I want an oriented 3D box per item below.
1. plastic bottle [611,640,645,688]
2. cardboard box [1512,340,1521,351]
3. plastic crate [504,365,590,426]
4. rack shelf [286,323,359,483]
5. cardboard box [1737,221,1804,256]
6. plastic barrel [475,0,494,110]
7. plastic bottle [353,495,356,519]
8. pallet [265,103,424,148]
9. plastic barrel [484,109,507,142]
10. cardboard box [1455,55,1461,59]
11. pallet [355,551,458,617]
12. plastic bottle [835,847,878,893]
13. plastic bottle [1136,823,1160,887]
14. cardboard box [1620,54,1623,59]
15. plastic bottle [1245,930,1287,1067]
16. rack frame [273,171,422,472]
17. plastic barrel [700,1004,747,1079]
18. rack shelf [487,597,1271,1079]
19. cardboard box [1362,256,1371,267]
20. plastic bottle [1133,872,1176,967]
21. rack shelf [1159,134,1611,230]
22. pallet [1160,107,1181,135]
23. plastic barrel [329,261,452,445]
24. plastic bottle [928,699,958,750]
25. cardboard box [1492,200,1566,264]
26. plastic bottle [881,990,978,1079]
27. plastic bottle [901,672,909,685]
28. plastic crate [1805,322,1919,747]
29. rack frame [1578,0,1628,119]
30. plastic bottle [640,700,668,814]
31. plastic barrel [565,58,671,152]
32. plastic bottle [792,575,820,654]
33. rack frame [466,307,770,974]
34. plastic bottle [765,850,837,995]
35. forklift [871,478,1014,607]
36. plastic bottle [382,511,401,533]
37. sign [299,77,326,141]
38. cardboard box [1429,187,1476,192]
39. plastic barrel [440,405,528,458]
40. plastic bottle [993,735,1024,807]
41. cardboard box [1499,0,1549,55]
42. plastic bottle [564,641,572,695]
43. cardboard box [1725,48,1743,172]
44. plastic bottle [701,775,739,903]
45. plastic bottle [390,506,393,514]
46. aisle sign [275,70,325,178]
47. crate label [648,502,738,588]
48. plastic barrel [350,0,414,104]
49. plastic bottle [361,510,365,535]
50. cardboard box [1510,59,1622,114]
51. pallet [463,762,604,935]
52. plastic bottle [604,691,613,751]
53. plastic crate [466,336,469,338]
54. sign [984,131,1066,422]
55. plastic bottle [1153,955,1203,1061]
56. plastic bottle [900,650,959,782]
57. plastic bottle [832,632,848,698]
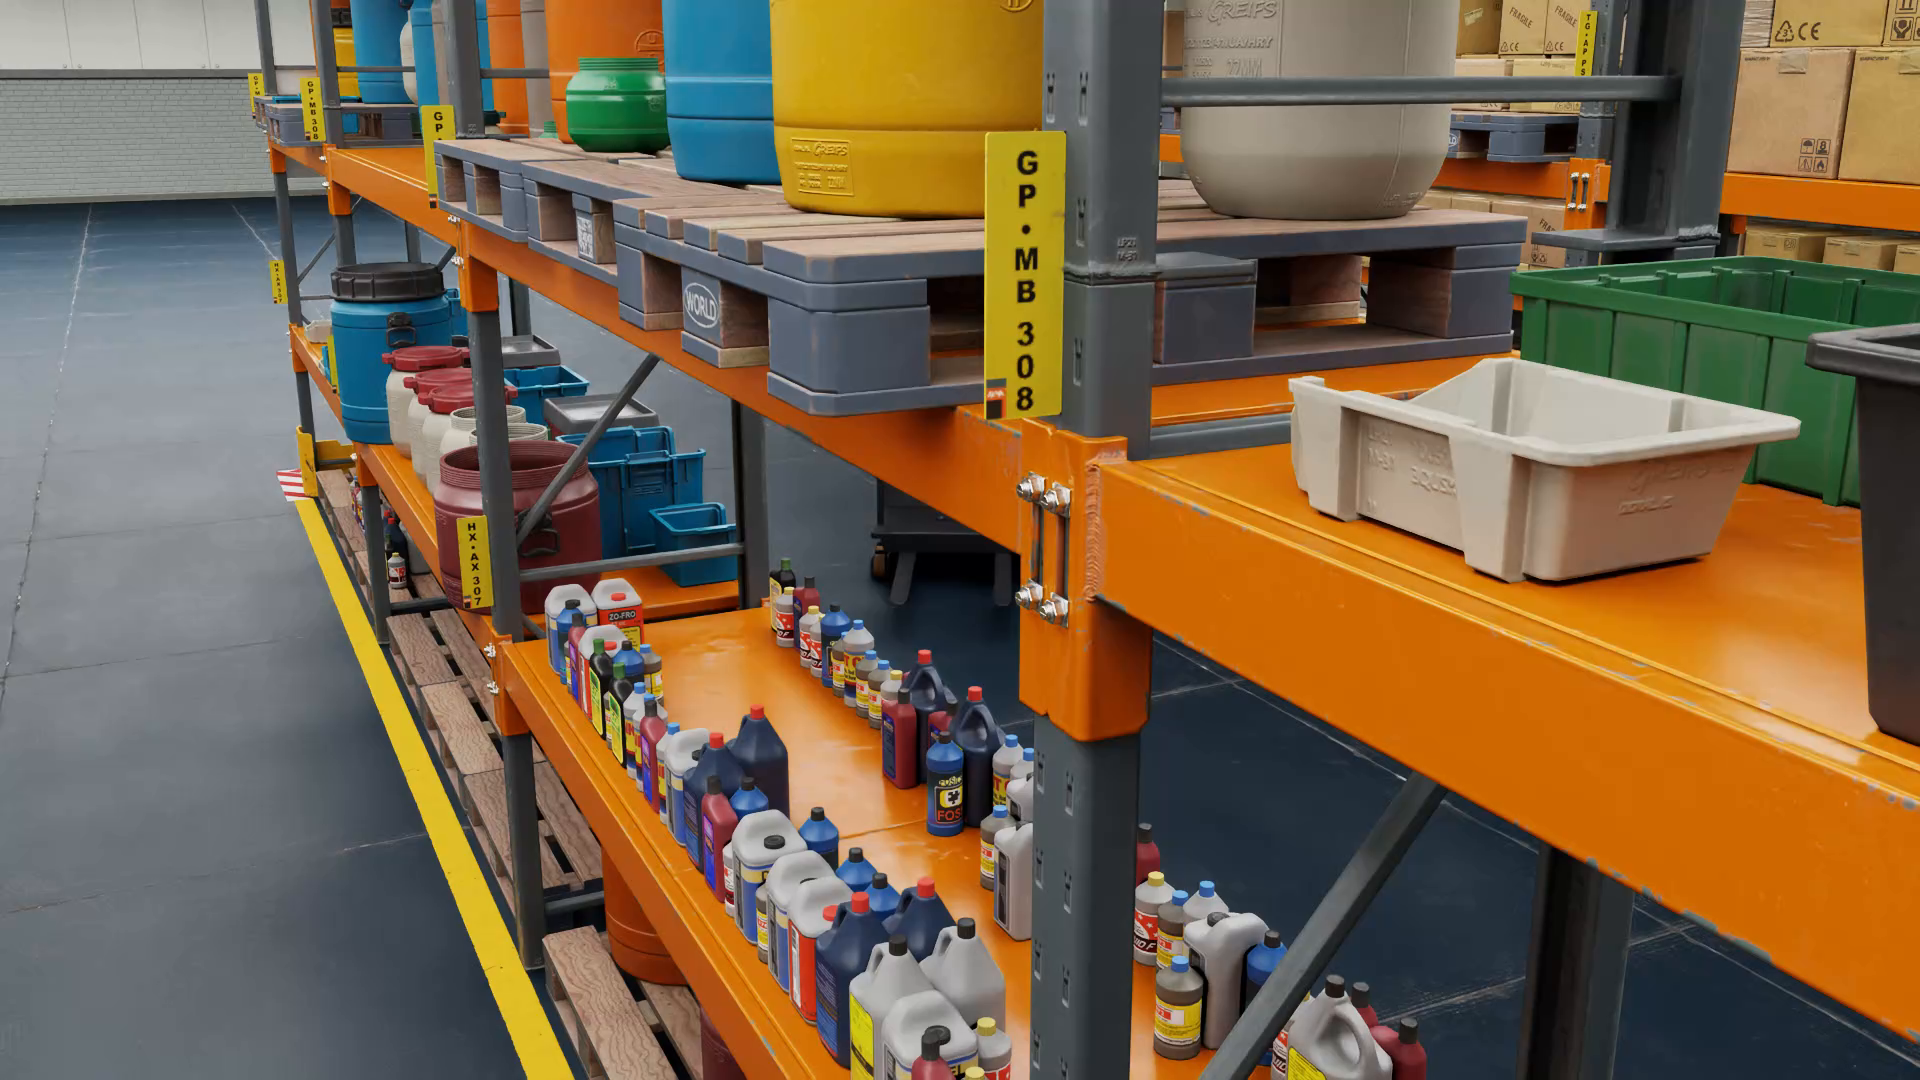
[{"bbox_3d":[-1.001,0.436,5.027,0.097,0.271,0.097,0,16,0],"label":"plastic bottle"},{"bbox_3d":[4.966,-1.591,15.590,0.700,0.500,0.500,-9,18,-28],"label":"cardboard box"},{"bbox_3d":[-2.173,-0.660,8.641,0.392,0.384,0.575,-8,18,-25],"label":"plastic crate"},{"bbox_3d":[-3.812,-1.054,11.288,1.077,0.370,4.000,-8,18,-25],"label":"rack shelf"},{"bbox_3d":[6.163,-2.230,13.104,0.700,0.500,0.500,-8,18,-25],"label":"cardboard box"},{"bbox_3d":[-1.945,-2.162,7.500,0.600,0.901,0.708,-8,18,-25],"label":"plastic barrel"},{"bbox_3d":[-4.128,-0.249,11.455,0.097,0.201,0.097,0,16,0],"label":"plastic bottle"},{"bbox_3d":[-3.339,-2.422,9.656,1.213,0.211,1.003,-8,18,-25],"label":"pallet"},{"bbox_3d":[-1.950,-1.574,6.611,0.301,0.262,0.301,0,16,0],"label":"plastic barrel"},{"bbox_3d":[4.574,-4.213,15.339,0.500,0.500,0.500,-7,17,-22],"label":"cardboard box"},{"bbox_3d":[-3.192,0.265,10.444,1.003,0.211,1.213,-8,18,-25],"label":"pallet"},{"bbox_3d":[-0.230,0.815,3.707,0.097,0.271,0.097,0,16,0],"label":"plastic bottle"},{"bbox_3d":[0.403,0.774,3.829,0.061,0.283,0.133,-8,18,-25],"label":"plastic bottle"},{"bbox_3d":[5.526,-3.696,13.537,0.500,0.500,0.500,-7,17,-23],"label":"cardboard box"},{"bbox_3d":[0.624,0.916,3.354,0.097,0.271,0.097,0,16,0],"label":"plastic bottle"},{"bbox_3d":[-4.688,-1.895,12.917,1.000,3.000,0.127,-8,18,-25],"label":"rack frame"},{"bbox_3d":[-0.459,1.445,4.888,0.600,0.588,0.708,-8,18,-25],"label":"plastic barrel"},{"bbox_3d":[-0.307,0.930,4.376,1.077,0.370,4.000,-8,18,-25],"label":"rack shelf"},{"bbox_3d":[4.146,-2.871,16.552,0.500,0.250,0.500,-8,18,-27],"label":"cardboard box"},{"bbox_3d":[0.437,0.844,3.732,0.097,0.201,0.097,0,16,0],"label":"plastic bottle"},{"bbox_3d":[2.395,-2.101,9.501,1.077,0.370,4.000,-8,18,-25],"label":"rack shelf"},{"bbox_3d":[1.917,-2.634,10.400,0.805,0.209,1.217,-8,18,-27],"label":"pallet"},{"bbox_3d":[-3.039,-1.012,8.931,0.600,0.901,0.708,-8,18,-25],"label":"plastic barrel"},{"bbox_3d":[-0.037,0.563,4.563,0.061,0.283,0.133,-8,18,-25],"label":"plastic bottle"},{"bbox_3d":[5.050,-2.728,14.694,0.500,0.500,0.500,-8,18,-26],"label":"cardboard box"},{"bbox_3d":[-0.054,0.991,3.086,0.152,0.276,0.135,-8,18,-25],"label":"plastic bottle"},{"bbox_3d":[-0.122,0.477,4.863,0.061,0.283,0.133,-8,18,-25],"label":"plastic bottle"},{"bbox_3d":[0.867,0.042,0.964,0.497,0.269,0.590,-8,18,-25],"label":"plastic crate"},{"bbox_3d":[3.271,-3.393,7.260,1.000,3.000,0.127,-8,18,-25],"label":"rack frame"},{"bbox_3d":[-0.819,0.583,4.493,0.061,0.283,0.133,-8,18,-25],"label":"plastic bottle"},{"bbox_3d":[-0.926,-1.190,4.542,0.294,0.245,0.294,0,16,0],"label":"plastic barrel"},{"bbox_3d":[-0.521,0.250,5.652,0.061,0.283,0.133,-8,18,-25],"label":"plastic bottle"},{"bbox_3d":[-1.183,0.088,6.005,1.000,3.000,0.127,-8,18,-25],"label":"rack frame"},{"bbox_3d":[-0.334,0.832,3.638,0.152,0.276,0.135,-8,18,-25],"label":"plastic bottle"},{"bbox_3d":[-0.015,-1.235,10.742,1.130,2.935,3.031,0,16,1],"label":"forklift"},{"bbox_3d":[-3.561,-0.014,10.367,0.144,0.351,0.185,-9,18,-28],"label":"plastic bottle"},{"bbox_3d":[-3.435,-2.286,8.824,0.100,0.325,0.005,-8,18,-25],"label":"sign"},{"bbox_3d":[4.827,-3.173,16.247,0.500,0.500,0.500,-7,18,-24],"label":"cardboard box"},{"bbox_3d":[-2.010,-0.299,7.152,0.421,0.512,0.421,0,16,0],"label":"plastic barrel"},{"bbox_3d":[0.133,0.638,4.323,0.097,0.271,0.097,0,16,0],"label":"plastic bottle"},{"bbox_3d":[5.019,-4.435,14.299,0.500,0.500,0.500,-8,18,-27],"label":"cardboard box"},{"bbox_3d":[-1.215,0.386,5.326,0.097,0.201,0.097,0,16,0],"label":"plastic bottle"},{"bbox_3d":[3.493,-1.895,7.297,0.910,0.500,0.500,-8,18,-25],"label":"cardboard box"},{"bbox_3d":[-0.578,0.719,4.018,0.061,0.283,0.133,-8,18,-25],"label":"plastic bottle"},{"bbox_3d":[-3.674,-0.116,10.842,0.061,0.283,0.133,-8,18,-25],"label":"plastic bottle"},{"bbox_3d":[-4.983,-3.127,12.497,0.394,0.787,0.004,-8,18,-25],"label":"aisle sign"},{"bbox_3d":[-1.031,0.019,6.550,0.303,0.233,0.416,-8,18,-25],"label":"crate label"},{"bbox_3d":[-3.275,-3.048,9.825,0.600,0.901,0.708,-8,18,-25],"label":"plastic barrel"},{"bbox_3d":[-3.936,-0.140,11.077,0.097,0.201,0.097,0,16,0],"label":"plastic bottle"},{"bbox_3d":[3.022,-2.187,8.005,0.500,0.250,0.500,-9,18,-29],"label":"cardboard box"},{"bbox_3d":[-1.488,1.232,7.075,1.003,0.211,1.213,-8,18,-25],"label":"pallet"},{"bbox_3d":[-0.997,0.510,4.895,0.097,0.201,0.097,0,16,0],"label":"plastic bottle"},{"bbox_3d":[-3.276,-1.172,10.782,0.450,0.188,0.662,-8,18,-25],"label":"plastic crate"},{"bbox_3d":[0.074,-0.300,1.904,0.100,0.325,0.005,-8,18,-25],"label":"sign"},{"bbox_3d":[0.445,0.944,3.384,0.097,0.201,0.097,0,16,0],"label":"plastic bottle"},{"bbox_3d":[-0.089,0.489,4.699,0.144,0.351,0.185,-8,18,-25],"label":"plastic bottle"},{"bbox_3d":[-0.359,0.393,5.303,0.097,0.201,0.097,0,16,0],"label":"plastic bottle"}]
